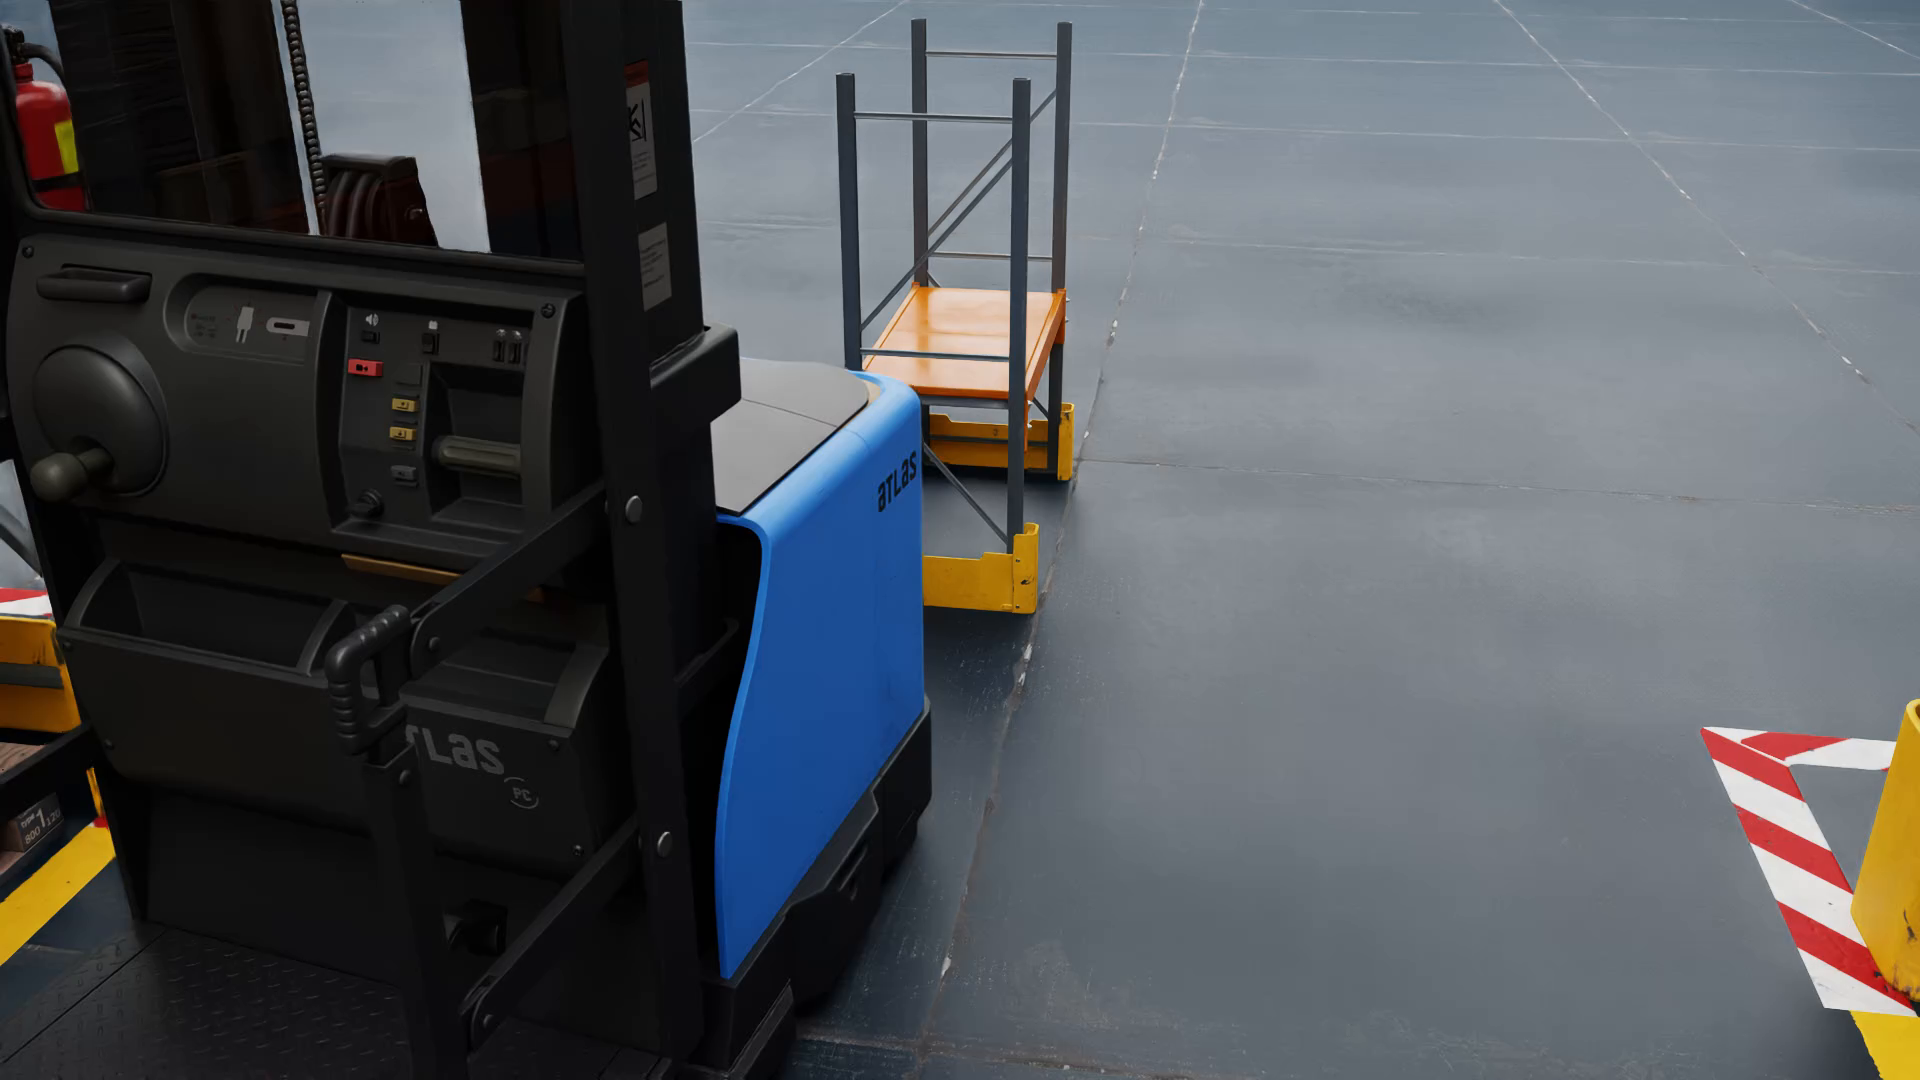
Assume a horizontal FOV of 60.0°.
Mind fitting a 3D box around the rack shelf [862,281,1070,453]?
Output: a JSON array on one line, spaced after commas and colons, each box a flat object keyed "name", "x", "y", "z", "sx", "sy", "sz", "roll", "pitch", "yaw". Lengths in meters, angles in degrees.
[{"name": "rack shelf", "x": 0.014, "y": -0.552, "z": 5.085, "sx": 0.538, "sy": 0.185, "sz": 1.000, "roll": 4, "pitch": 25, "yaw": 9}]

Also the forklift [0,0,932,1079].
[{"name": "forklift", "x": -1.033, "y": -0.172, "z": 2.161, "sx": 1.130, "sy": 2.935, "sz": 3.031, "roll": 8, "pitch": 26, "yaw": 17}]

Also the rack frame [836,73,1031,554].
[{"name": "rack frame", "x": -0.069, "y": -0.502, "z": 4.554, "sx": 0.500, "sy": 1.500, "sz": 0.032, "roll": 4, "pitch": 25, "yaw": 9}]

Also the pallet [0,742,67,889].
[{"name": "pallet", "x": -2.641, "y": 0.779, "z": 3.338, "sx": 1.003, "sy": 0.211, "sz": 1.213, "roll": 4, "pitch": 25, "yaw": 9}]

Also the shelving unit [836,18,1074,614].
[{"name": "shelving unit", "x": 0.012, "y": -0.711, "z": 5.000, "sx": 0.587, "sy": 1.500, "sz": 1.083, "roll": 4, "pitch": 25, "yaw": 9}]

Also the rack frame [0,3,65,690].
[{"name": "rack frame", "x": -2.460, "y": -0.853, "z": 3.535, "sx": 1.000, "sy": 3.000, "sz": 0.127, "roll": 4, "pitch": 25, "yaw": 9}]

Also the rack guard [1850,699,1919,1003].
[{"name": "rack guard", "x": 2.460, "y": 0.657, "z": 3.257, "sx": 1.175, "sy": 0.500, "sz": 0.348, "roll": 4, "pitch": 25, "yaw": 9}]

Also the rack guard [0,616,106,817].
[{"name": "rack guard", "x": -2.473, "y": 0.310, "z": 3.997, "sx": 1.175, "sy": 0.500, "sz": 0.348, "roll": 4, "pitch": 25, "yaw": 9}]

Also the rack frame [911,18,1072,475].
[{"name": "rack frame", "x": 0.097, "y": -0.928, "z": 5.462, "sx": 0.500, "sy": 1.500, "sz": 0.032, "roll": 4, "pitch": 25, "yaw": 9}]

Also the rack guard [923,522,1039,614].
[{"name": "rack guard", "x": -0.069, "y": 0.063, "z": 4.820, "sx": 0.587, "sy": 0.250, "sz": 0.087, "roll": 4, "pitch": 25, "yaw": 9}]

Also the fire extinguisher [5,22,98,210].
[{"name": "fire extinguisher", "x": -1.987, "y": -0.834, "z": 3.585, "sx": 0.296, "sy": 0.674, "sz": 0.183, "roll": 4, "pitch": 25, "yaw": 9}]

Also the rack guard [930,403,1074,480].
[{"name": "rack guard", "x": 0.094, "y": -0.353, "z": 5.710, "sx": 0.587, "sy": 0.250, "sz": 0.087, "roll": 4, "pitch": 25, "yaw": 9}]
